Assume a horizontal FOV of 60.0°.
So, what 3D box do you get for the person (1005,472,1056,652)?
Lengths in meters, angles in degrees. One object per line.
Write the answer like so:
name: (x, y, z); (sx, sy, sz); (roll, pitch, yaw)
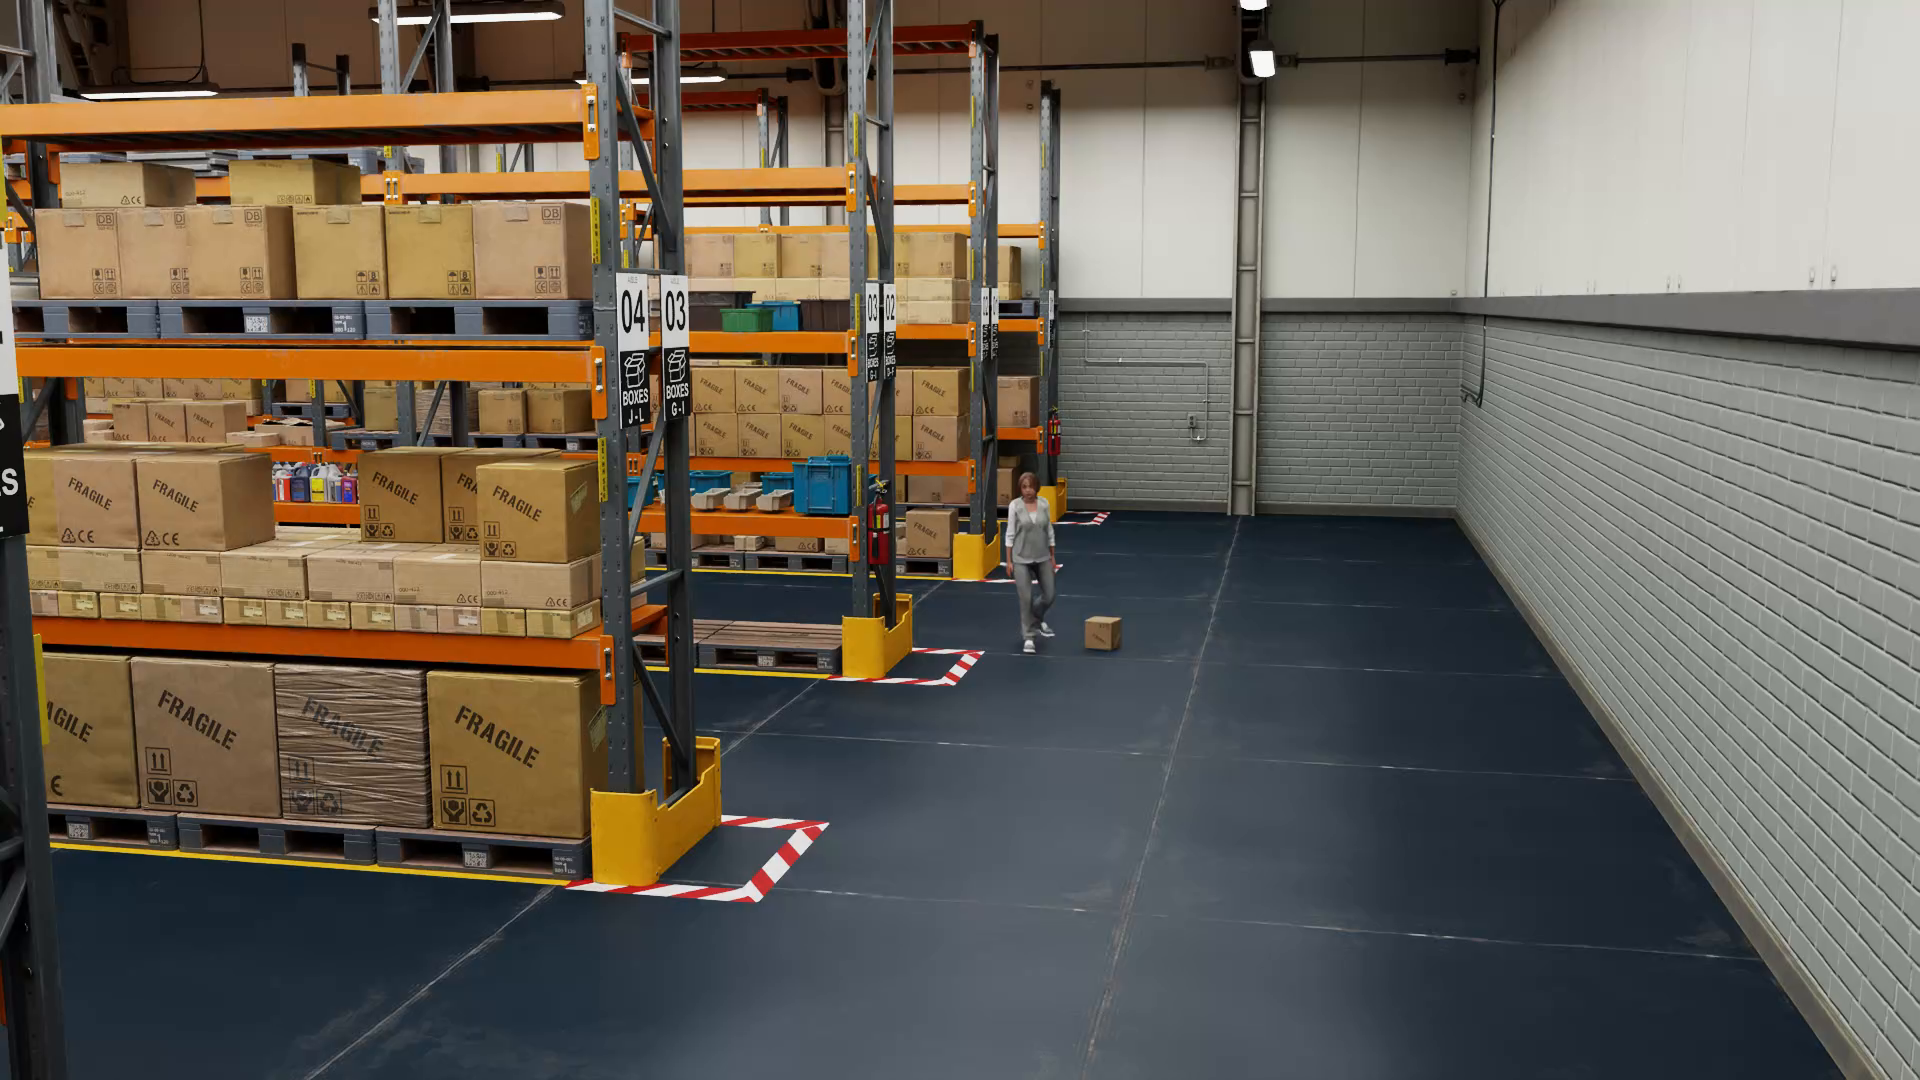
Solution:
person: (0.621, 0.180, 14.580); (0.480, 1.593, 0.484); (-1, 8, -9)
